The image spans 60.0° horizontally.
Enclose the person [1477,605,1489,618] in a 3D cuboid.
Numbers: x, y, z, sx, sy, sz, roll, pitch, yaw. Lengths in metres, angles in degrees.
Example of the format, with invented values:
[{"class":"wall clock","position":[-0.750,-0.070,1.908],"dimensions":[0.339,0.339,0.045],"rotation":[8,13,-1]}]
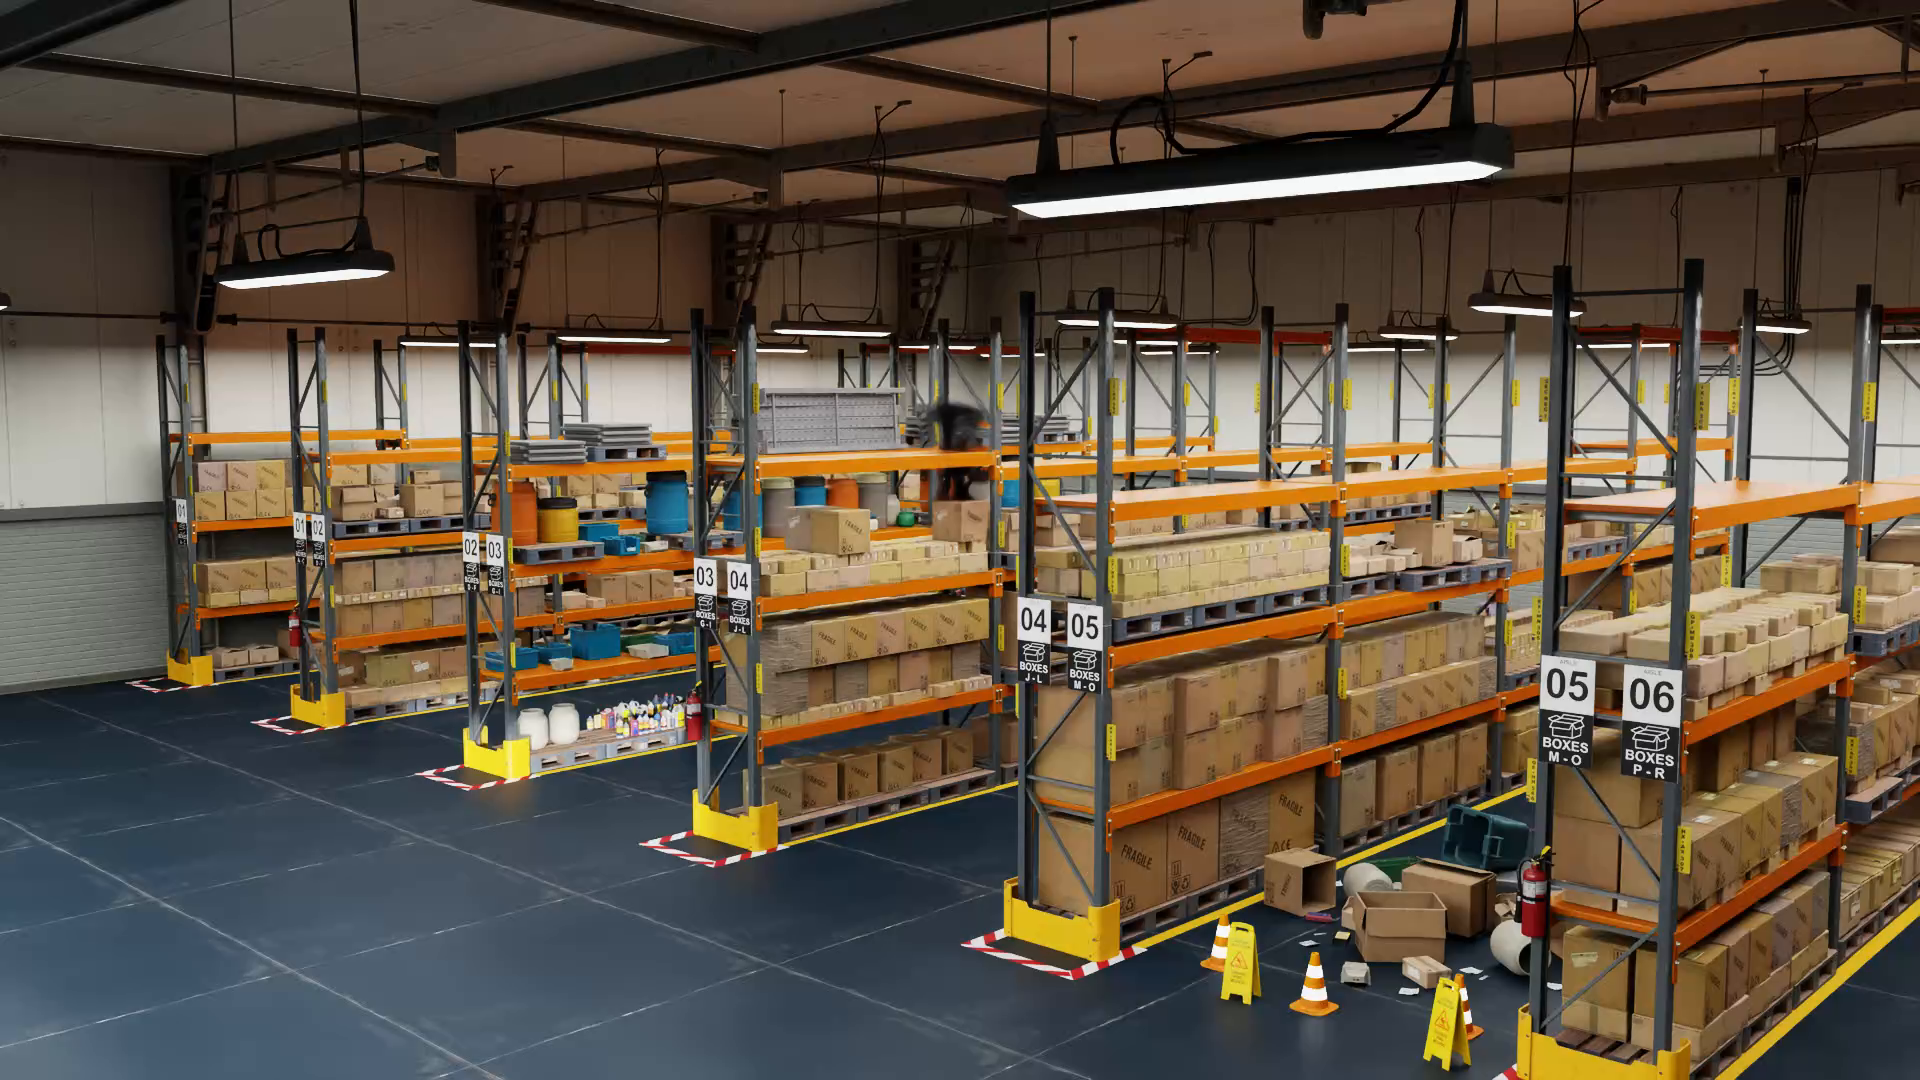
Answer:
[{"class":"person","position":[8.257,1.873,26.242],"dimensions":[0.803,1.710,0.544],"rotation":[-5,7,-41]}]

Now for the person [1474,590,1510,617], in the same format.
[{"class":"person","position":[9.227,1.682,28.850],"dimensions":[0.629,1.577,0.941],"rotation":[2,6,17]}]
